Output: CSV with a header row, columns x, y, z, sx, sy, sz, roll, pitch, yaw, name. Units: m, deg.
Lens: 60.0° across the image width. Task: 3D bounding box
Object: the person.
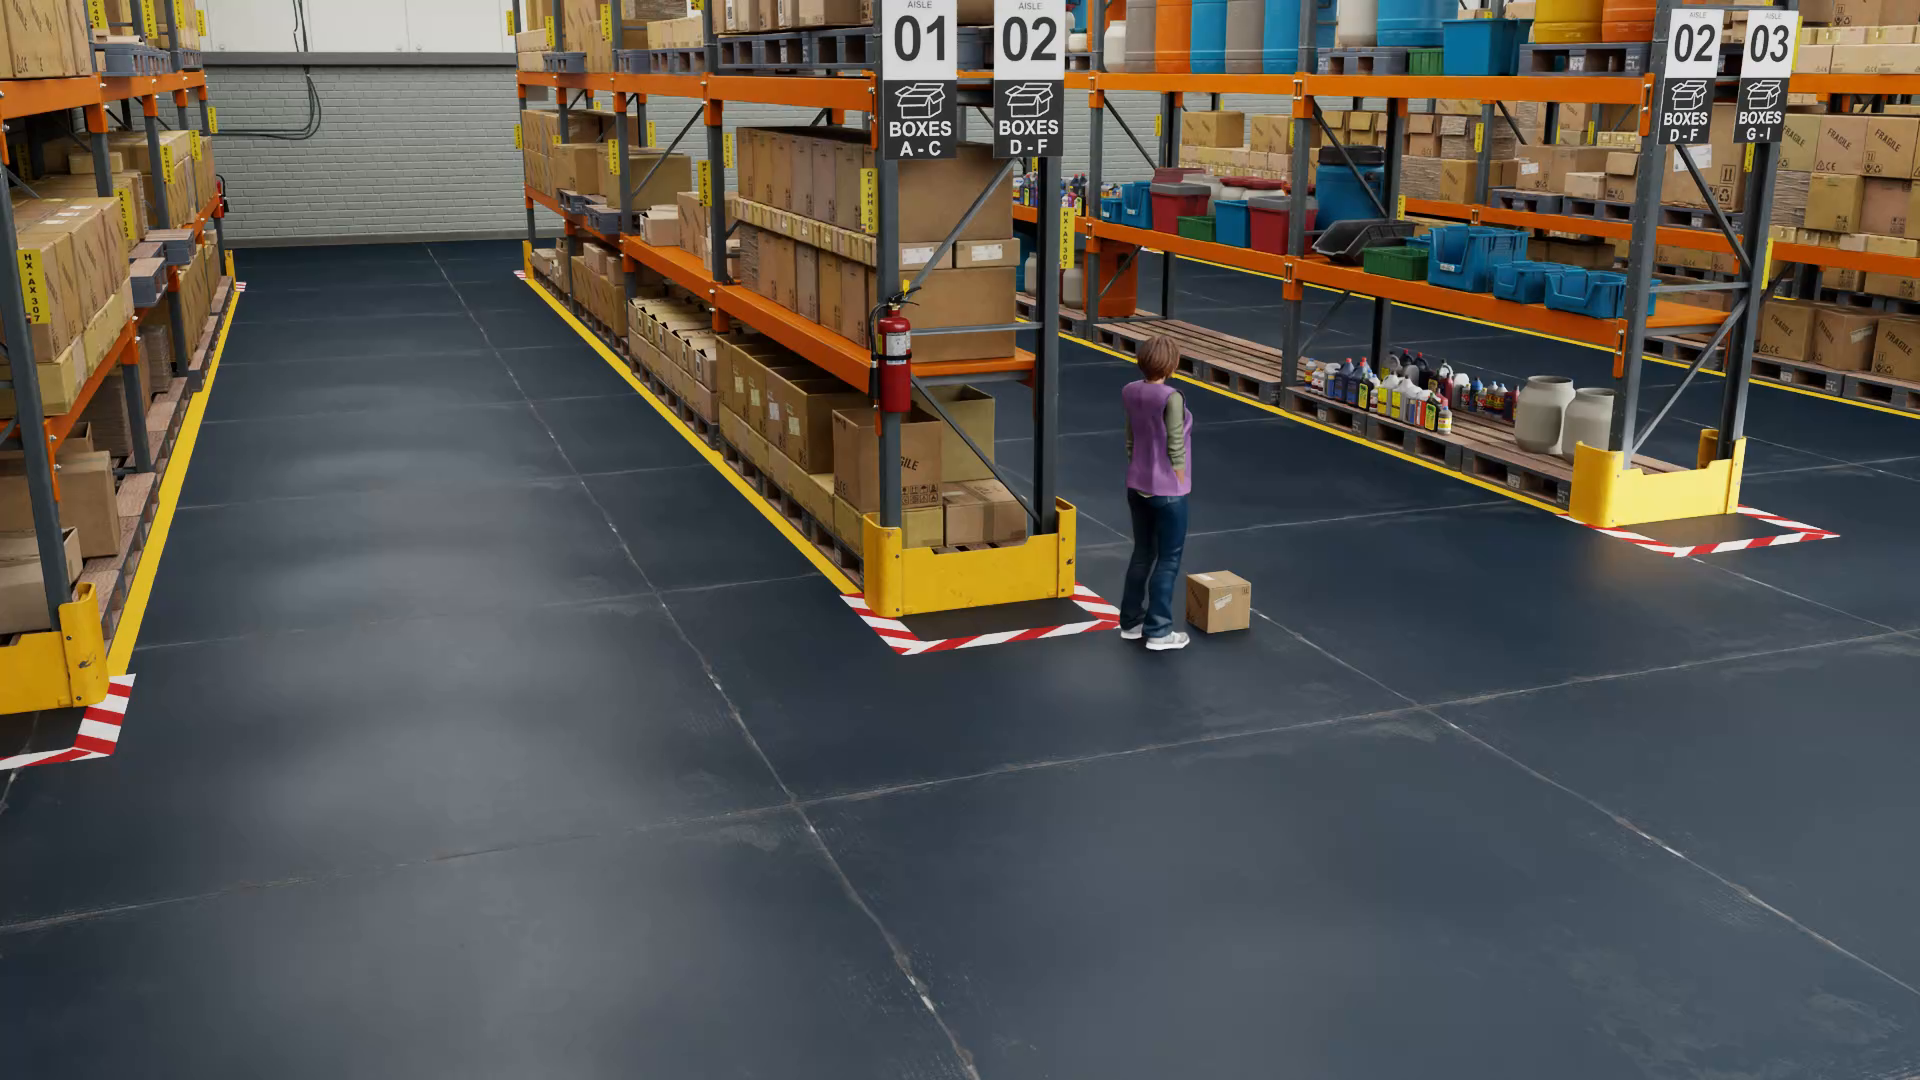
x,y,z,sx,sy,sz,roll,pitch,yaw,name
0.987,-0.243,8.413,0.309,1.596,0.407,-11,19,-35,person
